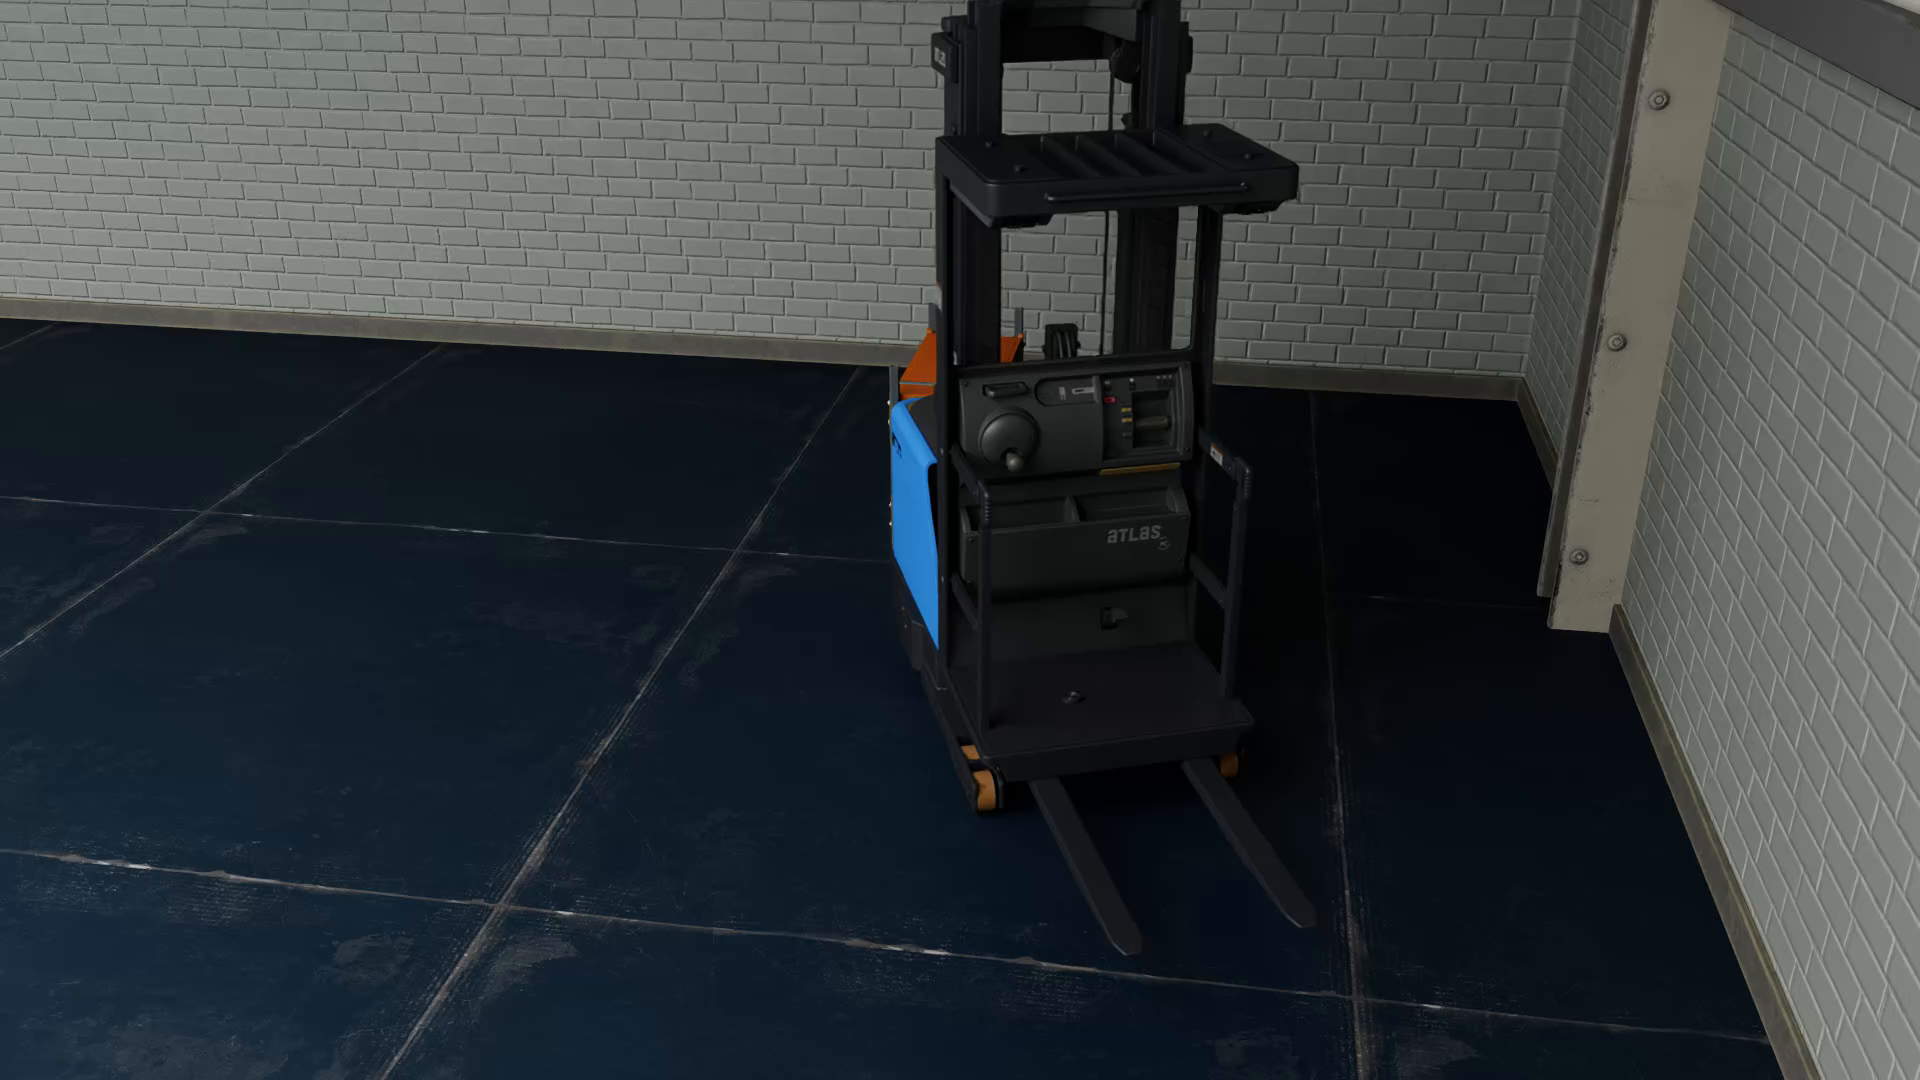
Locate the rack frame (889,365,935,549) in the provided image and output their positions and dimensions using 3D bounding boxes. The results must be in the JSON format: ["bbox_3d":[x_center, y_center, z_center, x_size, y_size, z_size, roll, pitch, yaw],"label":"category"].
[{"bbox_3d":[-0.084,-0.294,8.051,0.500,1.125,0.032,4,25,9],"label":"rack frame"}]

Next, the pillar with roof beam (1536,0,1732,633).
[{"bbox_3d":[-1.281,-4.029,6.742,9.100,9.000,0.400,4,25,9],"label":"pillar with roof beam"}]

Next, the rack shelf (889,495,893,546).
[{"bbox_3d":[-0.001,-0.285,8.609,0.538,0.278,1.000,4,25,9],"label":"rack shelf"}]

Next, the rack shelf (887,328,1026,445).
[{"bbox_3d":[-0.001,-0.772,8.381,0.538,0.278,1.000,4,25,9],"label":"rack shelf"}]

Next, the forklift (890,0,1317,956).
[{"bbox_3d":[0.508,-0.443,6.239,1.130,2.935,3.031,-6,26,-12],"label":"forklift"}]

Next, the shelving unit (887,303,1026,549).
[{"bbox_3d":[-0.001,-0.507,8.505,0.538,1.125,1.048,4,25,9],"label":"shelving unit"}]

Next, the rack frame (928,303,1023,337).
[{"bbox_3d":[0.082,-0.719,8.960,0.500,1.125,0.032,4,25,9],"label":"rack frame"}]
